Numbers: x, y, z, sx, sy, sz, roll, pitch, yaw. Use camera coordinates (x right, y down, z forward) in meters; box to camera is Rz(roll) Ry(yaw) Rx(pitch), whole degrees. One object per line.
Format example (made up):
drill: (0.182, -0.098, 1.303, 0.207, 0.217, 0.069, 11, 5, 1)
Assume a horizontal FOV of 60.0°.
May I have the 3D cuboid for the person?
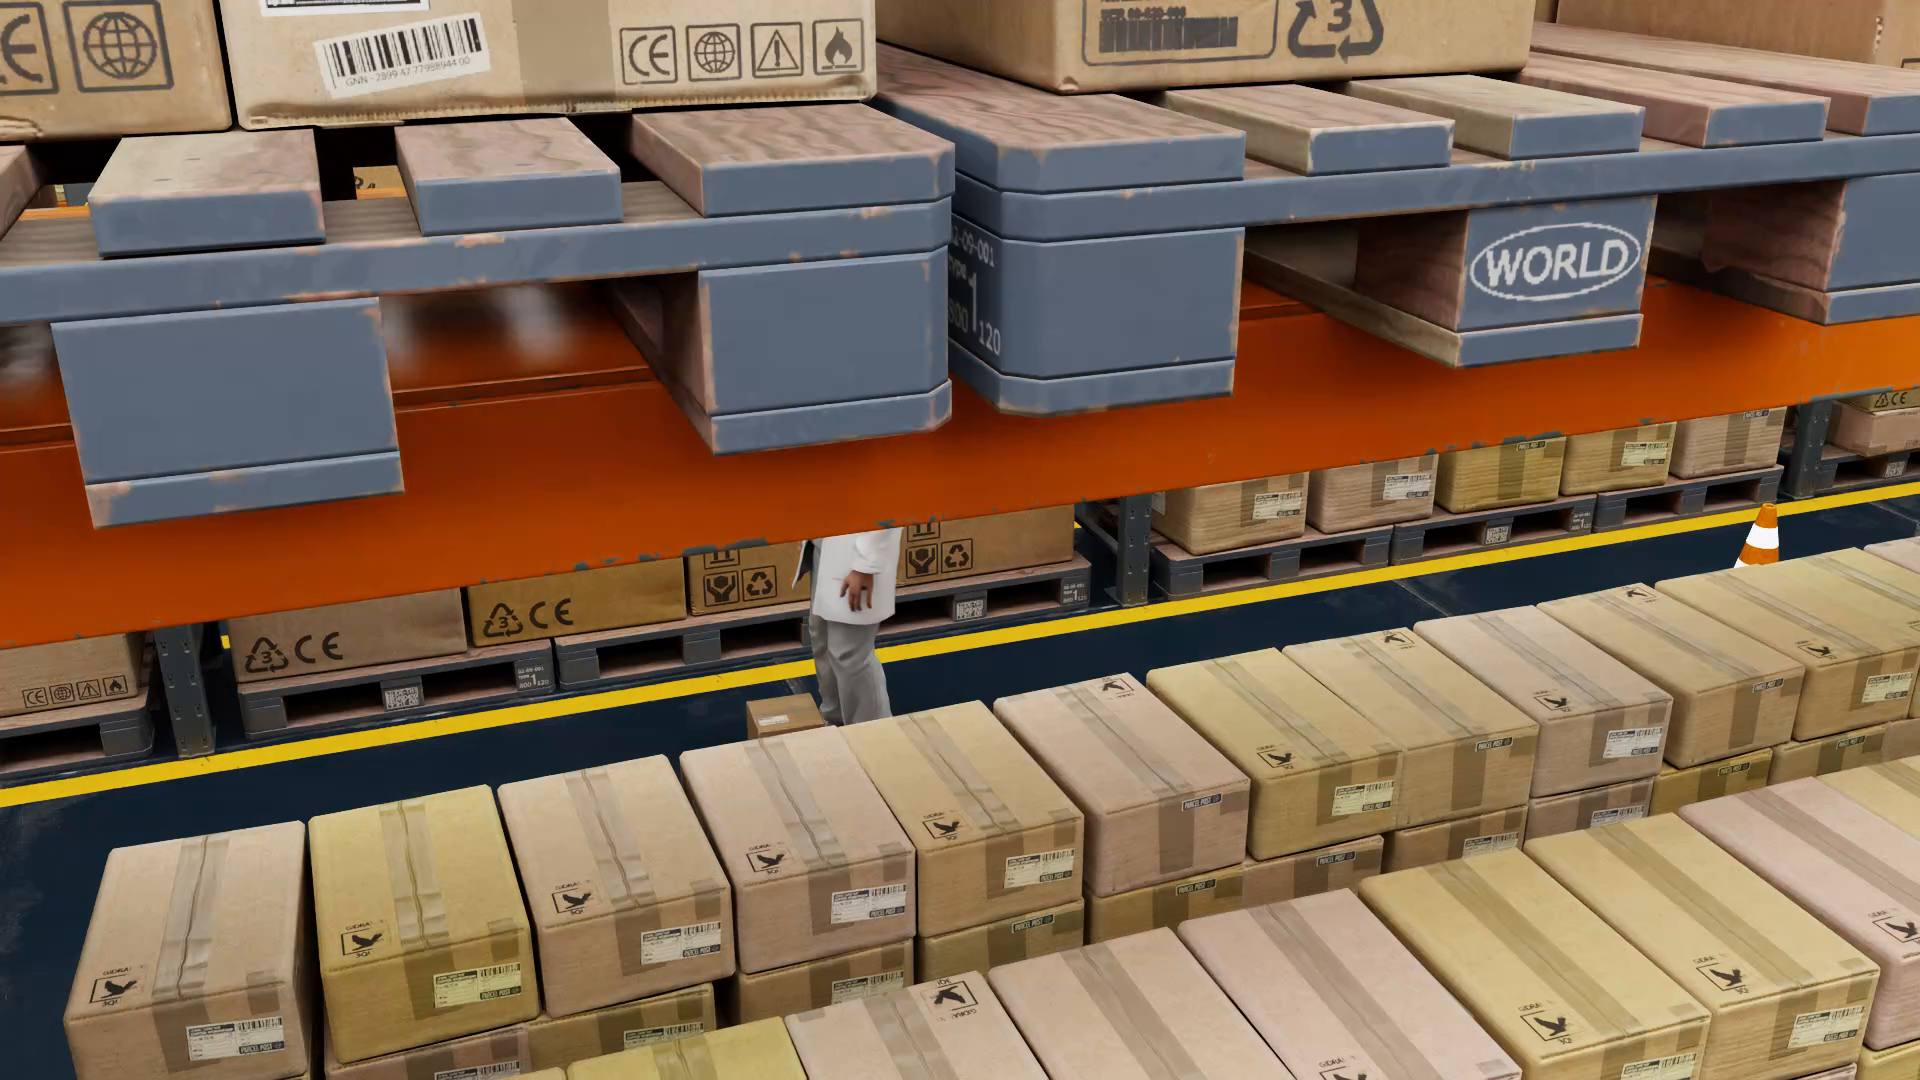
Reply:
person: (-0.418, 0.022, 6.056, 0.419, 1.775, 0.655, -9, 24, -22)
